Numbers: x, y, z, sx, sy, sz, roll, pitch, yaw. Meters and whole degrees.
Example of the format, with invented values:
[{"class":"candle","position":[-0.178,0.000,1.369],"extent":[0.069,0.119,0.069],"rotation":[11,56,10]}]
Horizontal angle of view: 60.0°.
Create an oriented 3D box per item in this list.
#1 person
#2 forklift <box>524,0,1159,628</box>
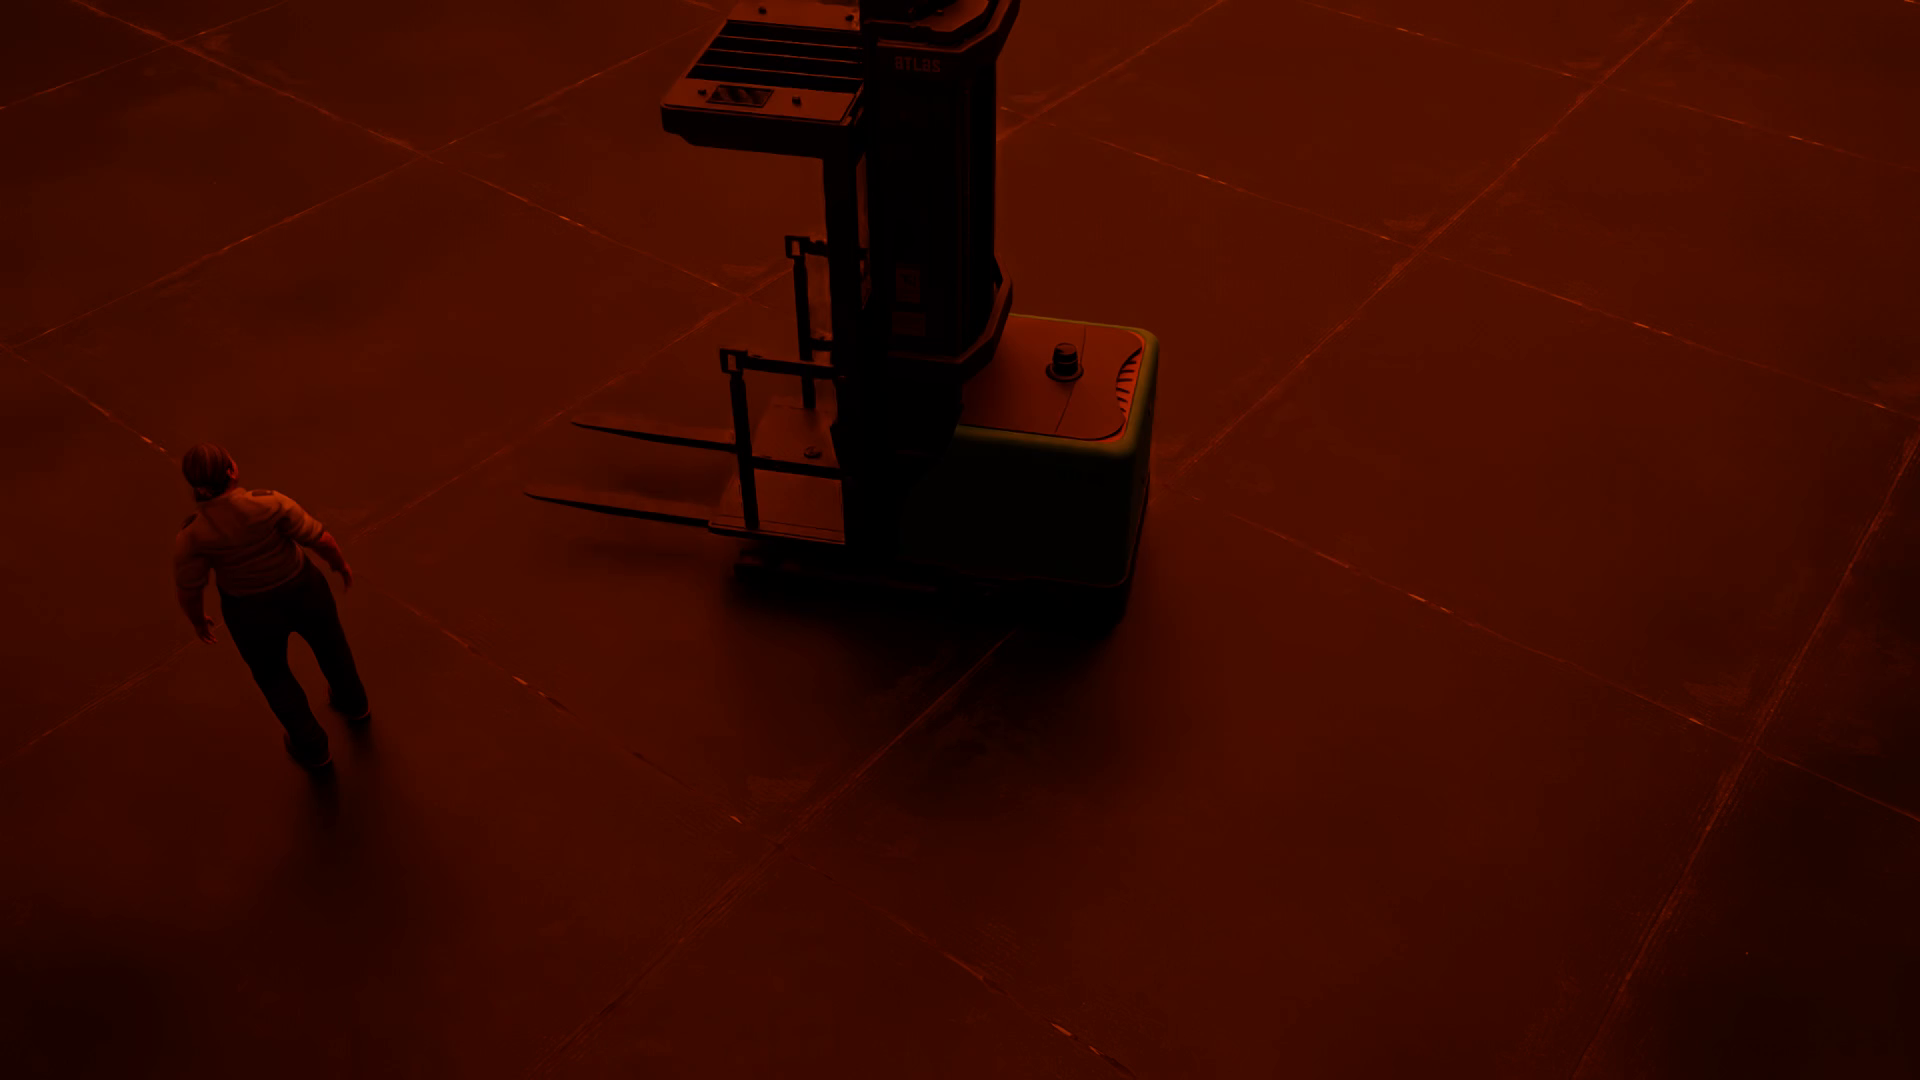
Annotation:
[{"class":"person","position":[-2.828,0.227,6.802],"extent":[0.653,1.647,0.492],"rotation":[-25,46,-26]},{"class":"forklift","position":[-0.620,-1.188,7.467],"extent":[3.031,2.935,1.130],"rotation":[8,41,9]}]
